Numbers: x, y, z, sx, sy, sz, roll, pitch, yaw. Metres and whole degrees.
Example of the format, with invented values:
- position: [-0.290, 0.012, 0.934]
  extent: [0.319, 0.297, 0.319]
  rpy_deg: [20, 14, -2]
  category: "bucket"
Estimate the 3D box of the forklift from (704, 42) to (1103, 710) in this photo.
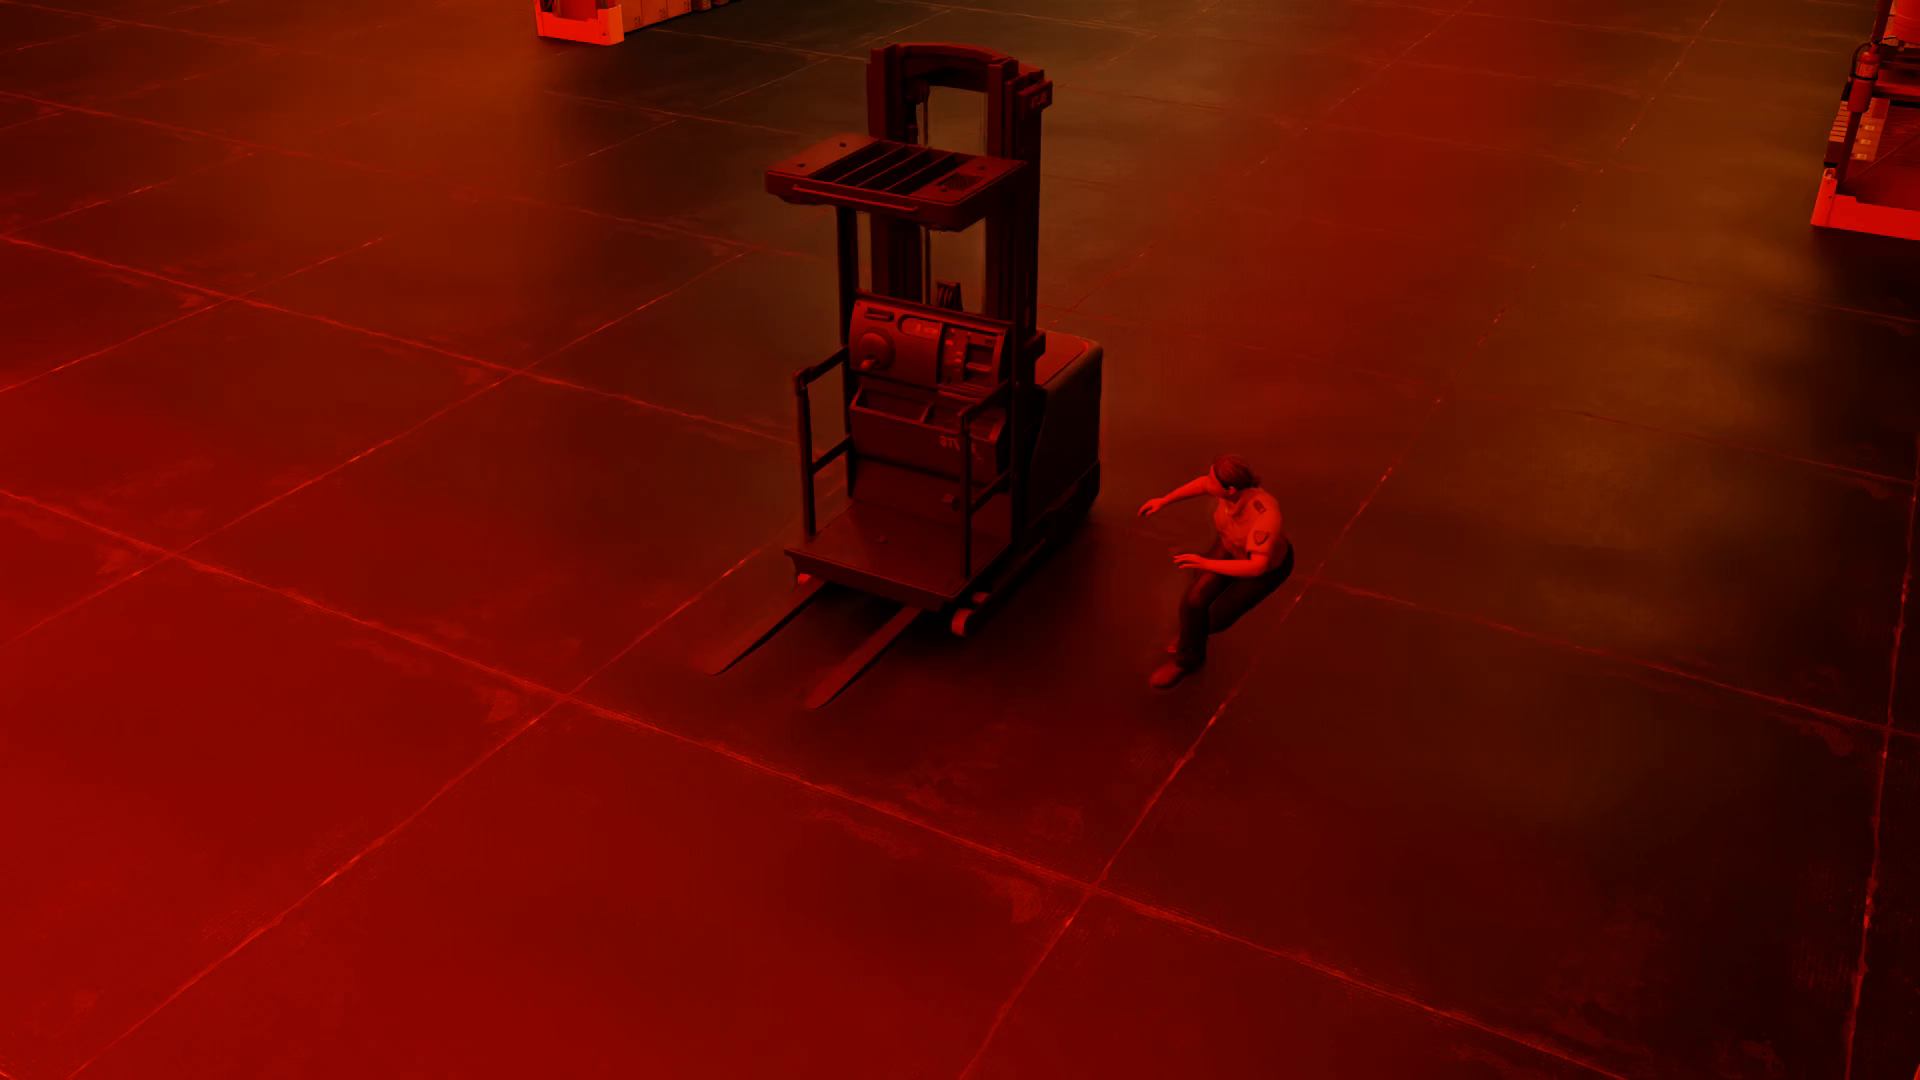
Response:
- position: [-0.281, -0.992, 8.790]
  extent: [1.130, 2.935, 3.031]
  rpy_deg: [15, 33, 24]
  category: "forklift"

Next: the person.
- position: [1.241, 0.144, 8.341]
  extent: [0.922, 1.418, 0.878]
  rpy_deg: [26, 39, 37]
  category: "person"
